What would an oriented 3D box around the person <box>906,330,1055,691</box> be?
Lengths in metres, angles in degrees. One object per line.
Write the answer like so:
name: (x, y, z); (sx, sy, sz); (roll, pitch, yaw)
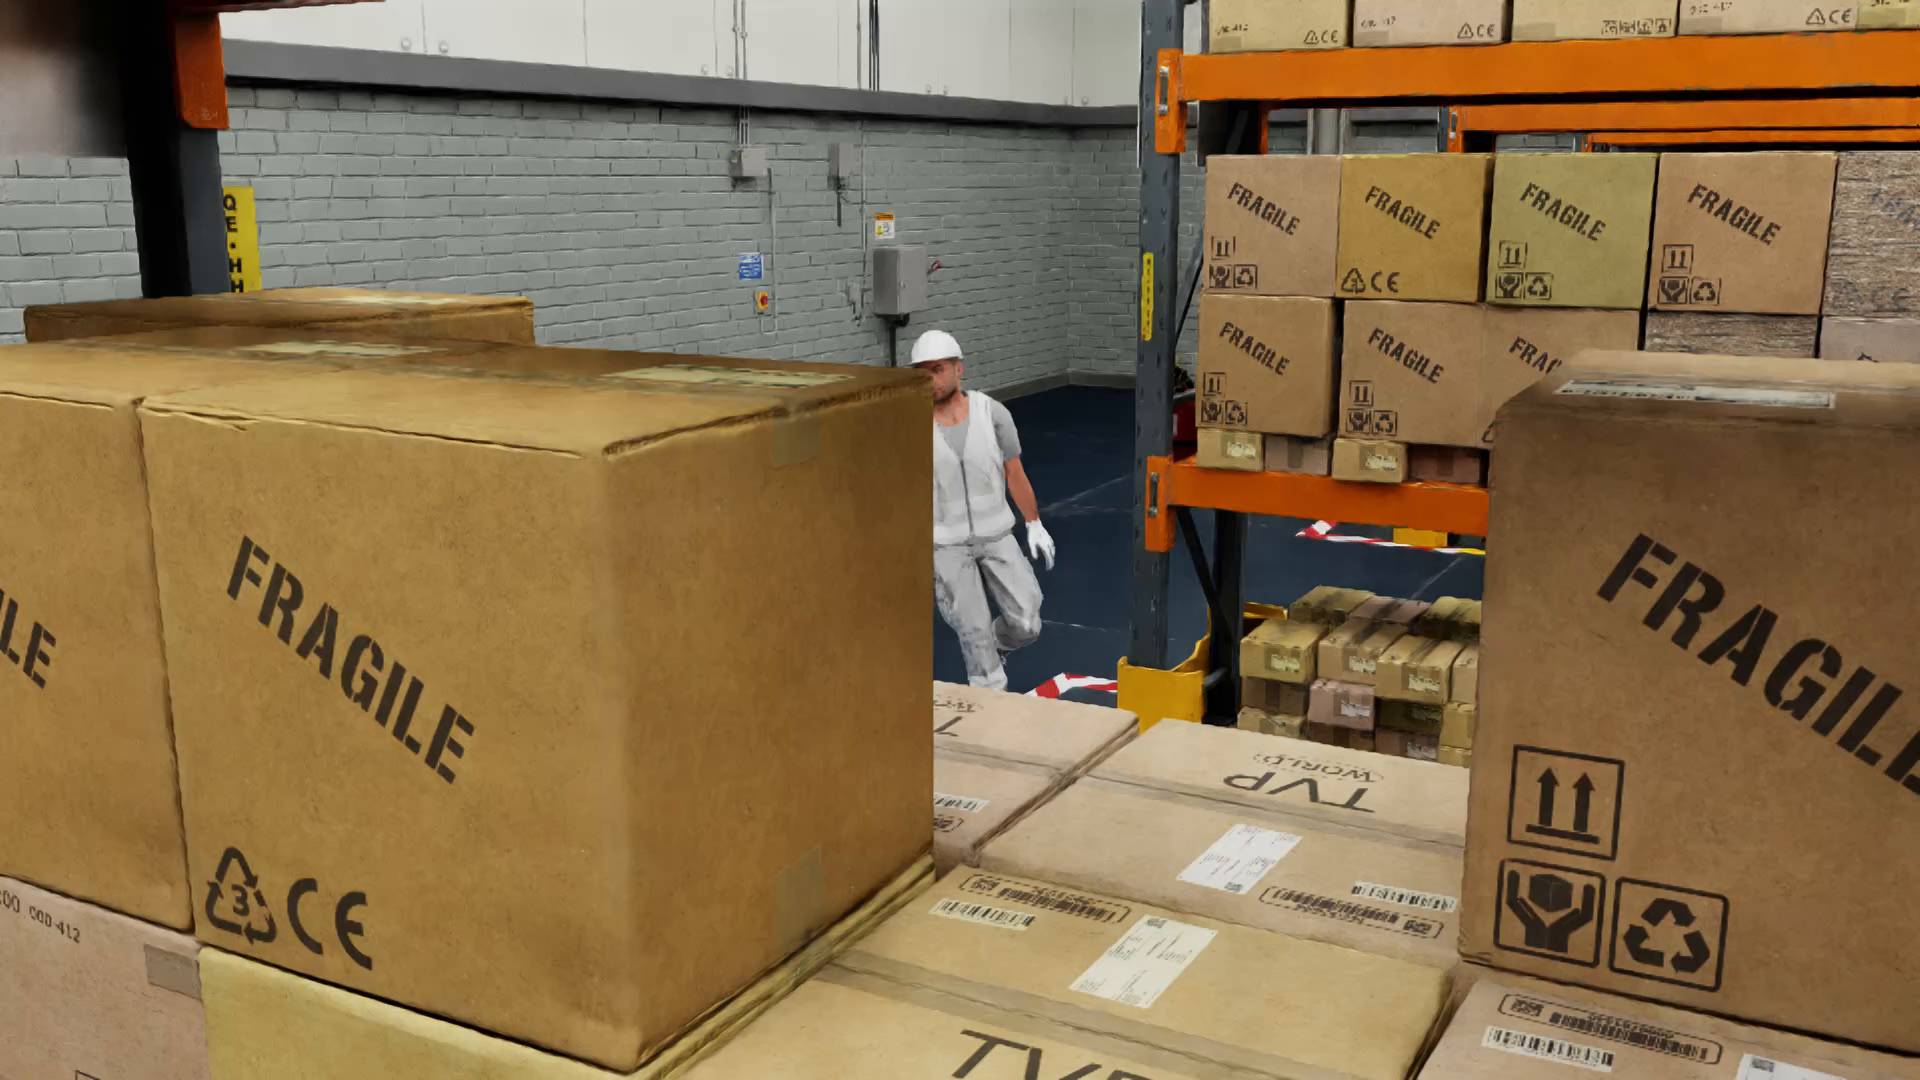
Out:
person: (0.044, 0.006, 6.925); (0.684, 1.762, 0.683); (-3, 13, -12)
